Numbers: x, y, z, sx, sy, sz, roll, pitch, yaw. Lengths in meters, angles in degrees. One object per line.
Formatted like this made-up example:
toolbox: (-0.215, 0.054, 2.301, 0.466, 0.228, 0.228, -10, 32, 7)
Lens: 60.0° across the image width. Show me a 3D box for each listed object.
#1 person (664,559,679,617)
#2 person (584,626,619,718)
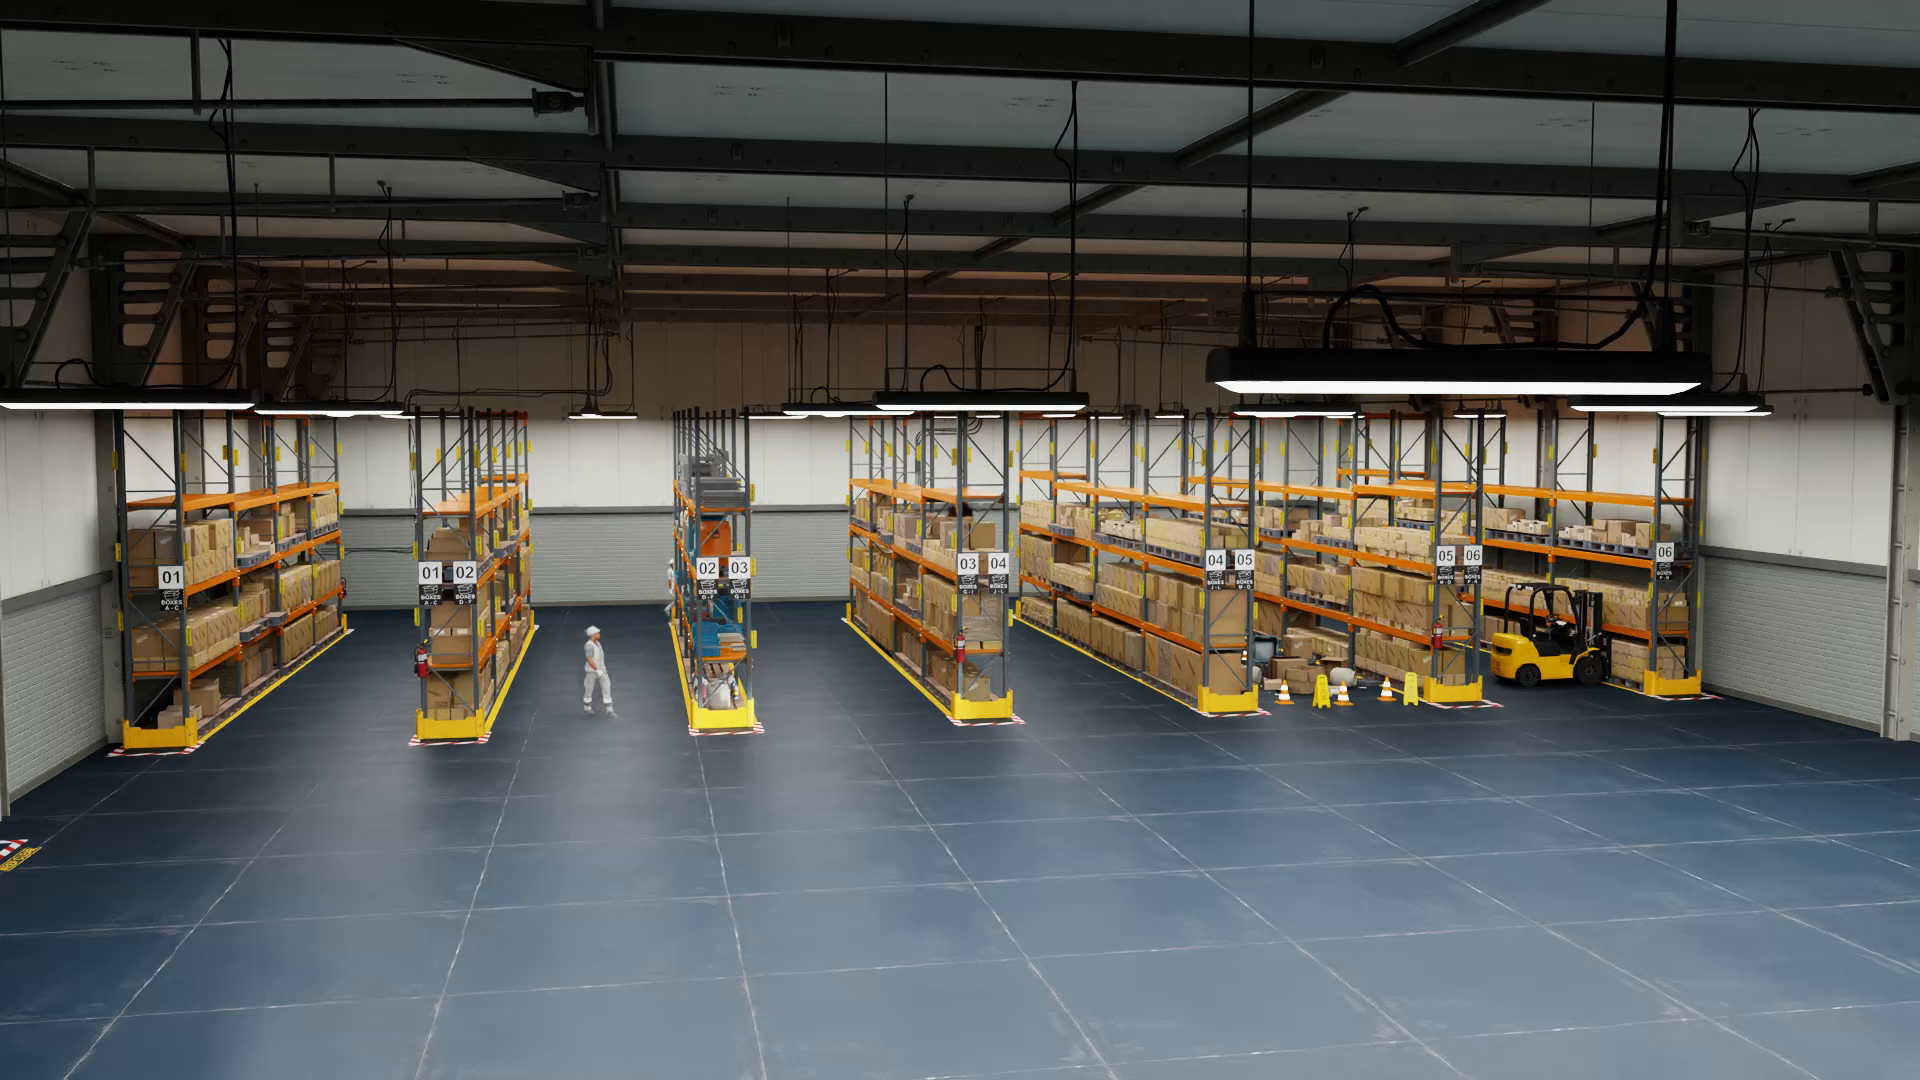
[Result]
person: (-8.254, 1.422, 47.841, 0.534, 1.768, 0.581, -1, 4, -14)
person: (-6.997, 2.536, 32.046, 0.494, 1.734, 0.967, -3, 5, -37)
